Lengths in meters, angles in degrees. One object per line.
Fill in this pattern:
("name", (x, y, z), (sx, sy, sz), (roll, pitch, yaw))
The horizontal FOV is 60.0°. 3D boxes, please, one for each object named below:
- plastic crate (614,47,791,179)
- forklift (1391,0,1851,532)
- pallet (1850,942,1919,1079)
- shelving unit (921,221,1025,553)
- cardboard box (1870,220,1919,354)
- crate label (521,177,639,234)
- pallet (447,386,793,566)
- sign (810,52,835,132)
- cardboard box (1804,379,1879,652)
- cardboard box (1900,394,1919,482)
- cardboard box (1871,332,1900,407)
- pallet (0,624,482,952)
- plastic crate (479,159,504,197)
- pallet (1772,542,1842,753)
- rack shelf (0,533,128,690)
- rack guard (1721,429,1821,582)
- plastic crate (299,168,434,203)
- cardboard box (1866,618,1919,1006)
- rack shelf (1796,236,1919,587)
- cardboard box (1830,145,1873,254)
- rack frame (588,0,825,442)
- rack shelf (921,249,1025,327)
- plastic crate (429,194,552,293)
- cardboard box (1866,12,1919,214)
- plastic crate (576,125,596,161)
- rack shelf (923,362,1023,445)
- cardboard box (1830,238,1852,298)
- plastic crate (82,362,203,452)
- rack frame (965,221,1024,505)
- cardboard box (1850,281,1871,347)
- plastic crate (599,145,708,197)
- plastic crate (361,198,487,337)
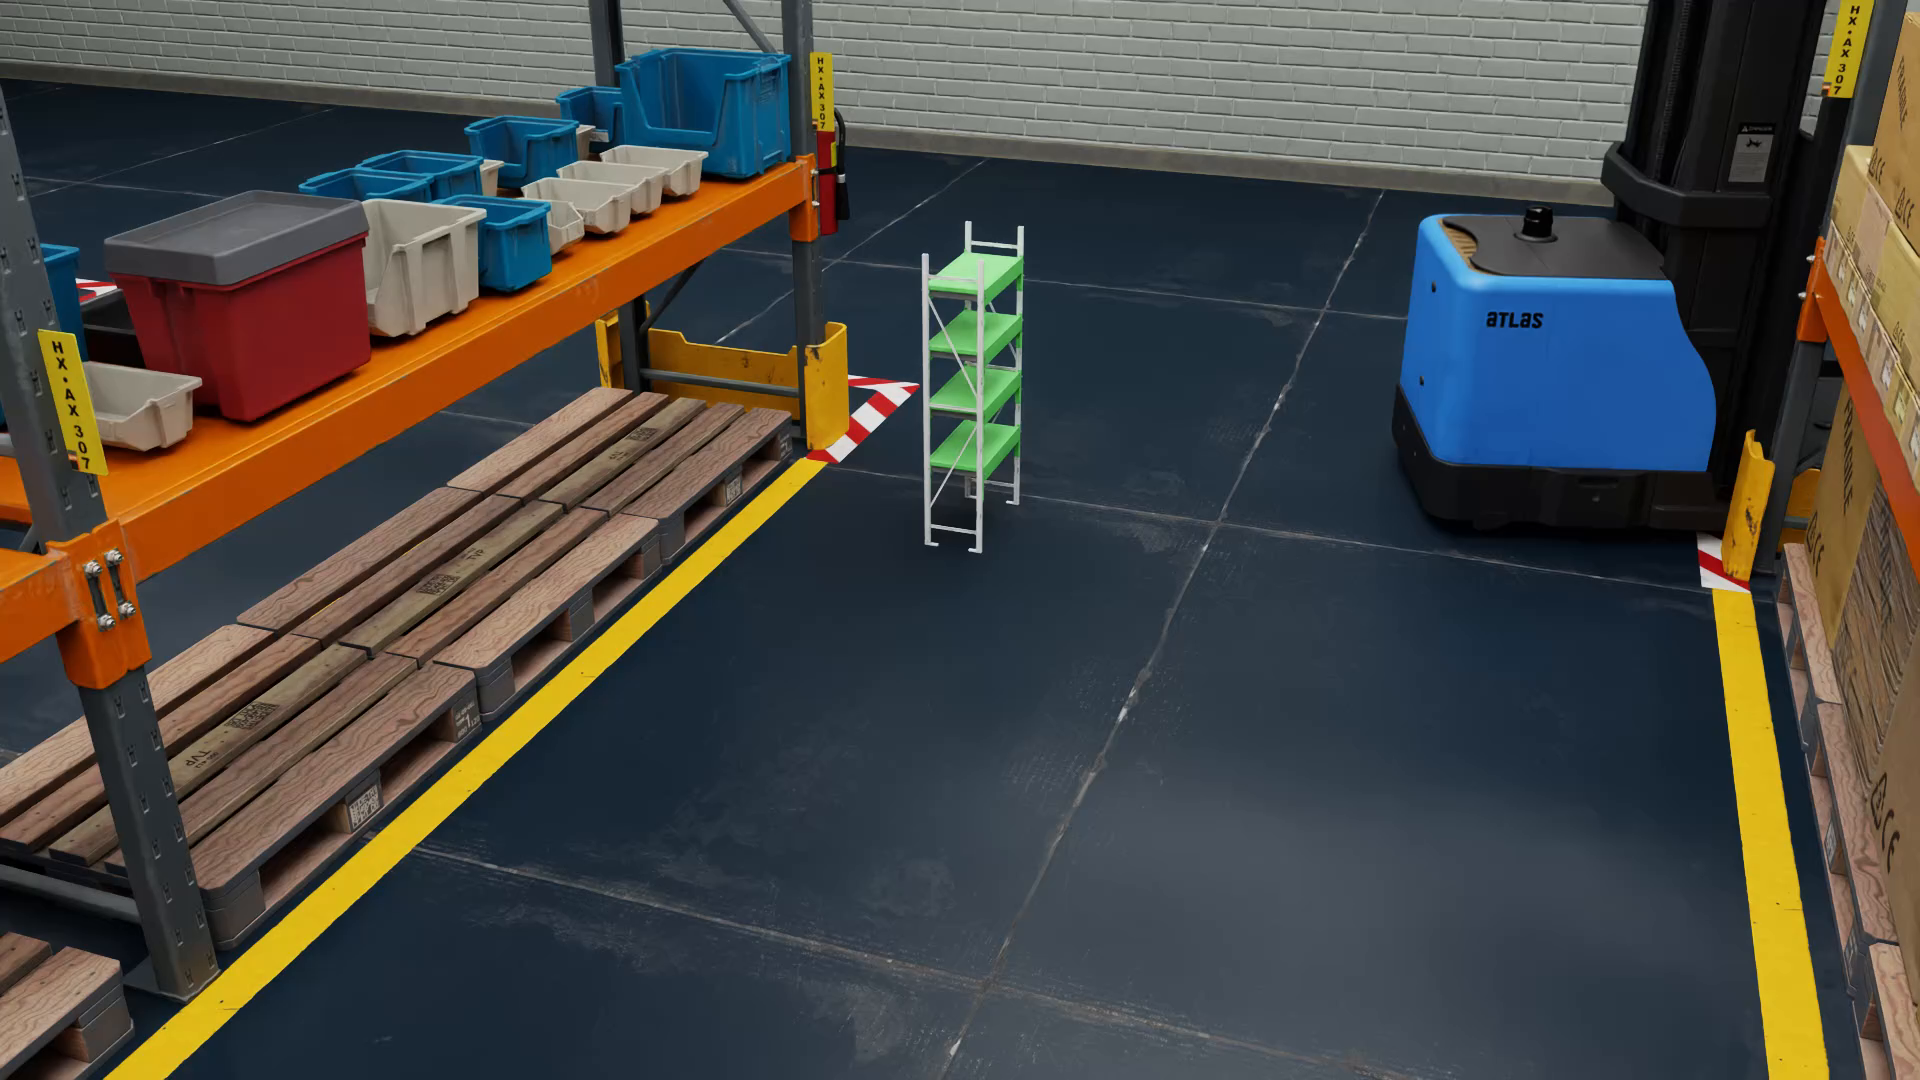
("plastic crate", (-1.042, -1.773, 6.861), (0.616, 0.435, 0.499), (9, 27, 17))
("forklift", (3.451, -1.516, 6.517), (3.031, 2.935, 1.130), (2, 26, 4))
("pallet", (2.560, 1.421, 3.573), (1.003, 0.211, 1.213), (9, 27, 17))
("shelving unit", (0.055, -0.608, 6.629), (0.258, 1.200, 0.503), (9, 27, 17))
("cardboard box", (2.812, -0.664, 4.511), (0.500, 0.250, 0.500), (8, 27, 16))
("crate label", (-1.387, -1.207, 6.034), (0.396, 0.136, 0.243), (9, 27, 17))
("pallet", (-1.418, -0.307, 7.141), (1.003, 0.211, 1.213), (9, 27, 17))
("sign", (-0.583, -1.895, 7.035), (0.100, 0.325, 0.005), (9, 27, 17))
("cardboard box", (3.426, -0.135, 5.543), (0.875, 0.875, 0.875), (9, 27, 17))
("cardboard box", (2.538, -0.225, 4.061), (0.380, 0.149, 0.250), (9, 27, 18))
("cardboard box", (2.709, -0.437, 4.498), (0.380, 0.149, 0.250), (8, 27, 17))
("pallet", (-2.230, 0.696, 5.070), (1.003, 0.211, 1.213), (9, 27, 17))
("plastic crate", (-1.910, -1.351, 6.332), (0.250, 0.136, 0.298), (9, 27, 17))
("pallet", (3.372, 0.418, 5.644), (1.003, 0.211, 1.213), (9, 27, 17))
("rack shelf", (-3.103, 0.895, 2.286), (1.077, 0.370, 4.000), (9, 27, 17))
("rack guard", (3.572, -0.062, 6.303), (1.175, 0.500, 0.348), (9, 27, 17))
("plastic crate", (-2.037, -1.128, 5.762), (0.416, 0.233, 0.300), (9, 27, 17))
("cardboard box", (2.827, 0.605, 4.015), (0.875, 0.875, 0.875), (9, 27, 17))
("rack shelf", (2.898, -0.031, 4.197), (1.077, 0.370, 4.000), (9, 27, 17))
("cardboard box", (3.150, -1.085, 5.380), (0.500, 0.250, 0.500), (8, 27, 16))
("rack frame", (-1.107, -1.895, 7.222), (1.000, 3.000, 0.127), (9, 27, 17))
("rack shelf", (0.055, -0.983, 6.448), (0.258, 0.148, 0.480), (9, 27, 17))
("plastic crate", (-1.548, -0.965, 5.425), (0.416, 0.233, 0.300), (9, 27, 17))
("cardboard box", (2.983, -1.217, 4.792), (0.500, 0.500, 0.500), (8, 27, 16))
("plastic crate", (-1.684, -1.630, 6.908), (0.250, 0.136, 0.298), (9, 27, 17))
("rack shelf", (0.055, -0.551, 6.657), (0.258, 0.148, 0.480), (9, 27, 17))
("cardboard box", (3.051, -0.860, 5.372), (0.380, 0.149, 0.250), (8, 27, 17))
("plastic crate", (-2.148, -0.330, 4.223), (0.396, 0.136, 0.243), (9, 27, 17))
("rack frame", (0.136, -0.708, 6.836), (0.240, 1.200, 0.015), (9, 27, 17))
("cardboard box", (2.880, -0.647, 4.933), (0.380, 0.149, 0.250), (8, 27, 17))
("plastic crate", (-1.207, -1.442, 6.520), (0.396, 0.136, 0.243), (9, 27, 17))
("plastic crate", (-1.756, -0.826, 5.080), (0.437, 0.282, 0.530), (9, 27, 17))
